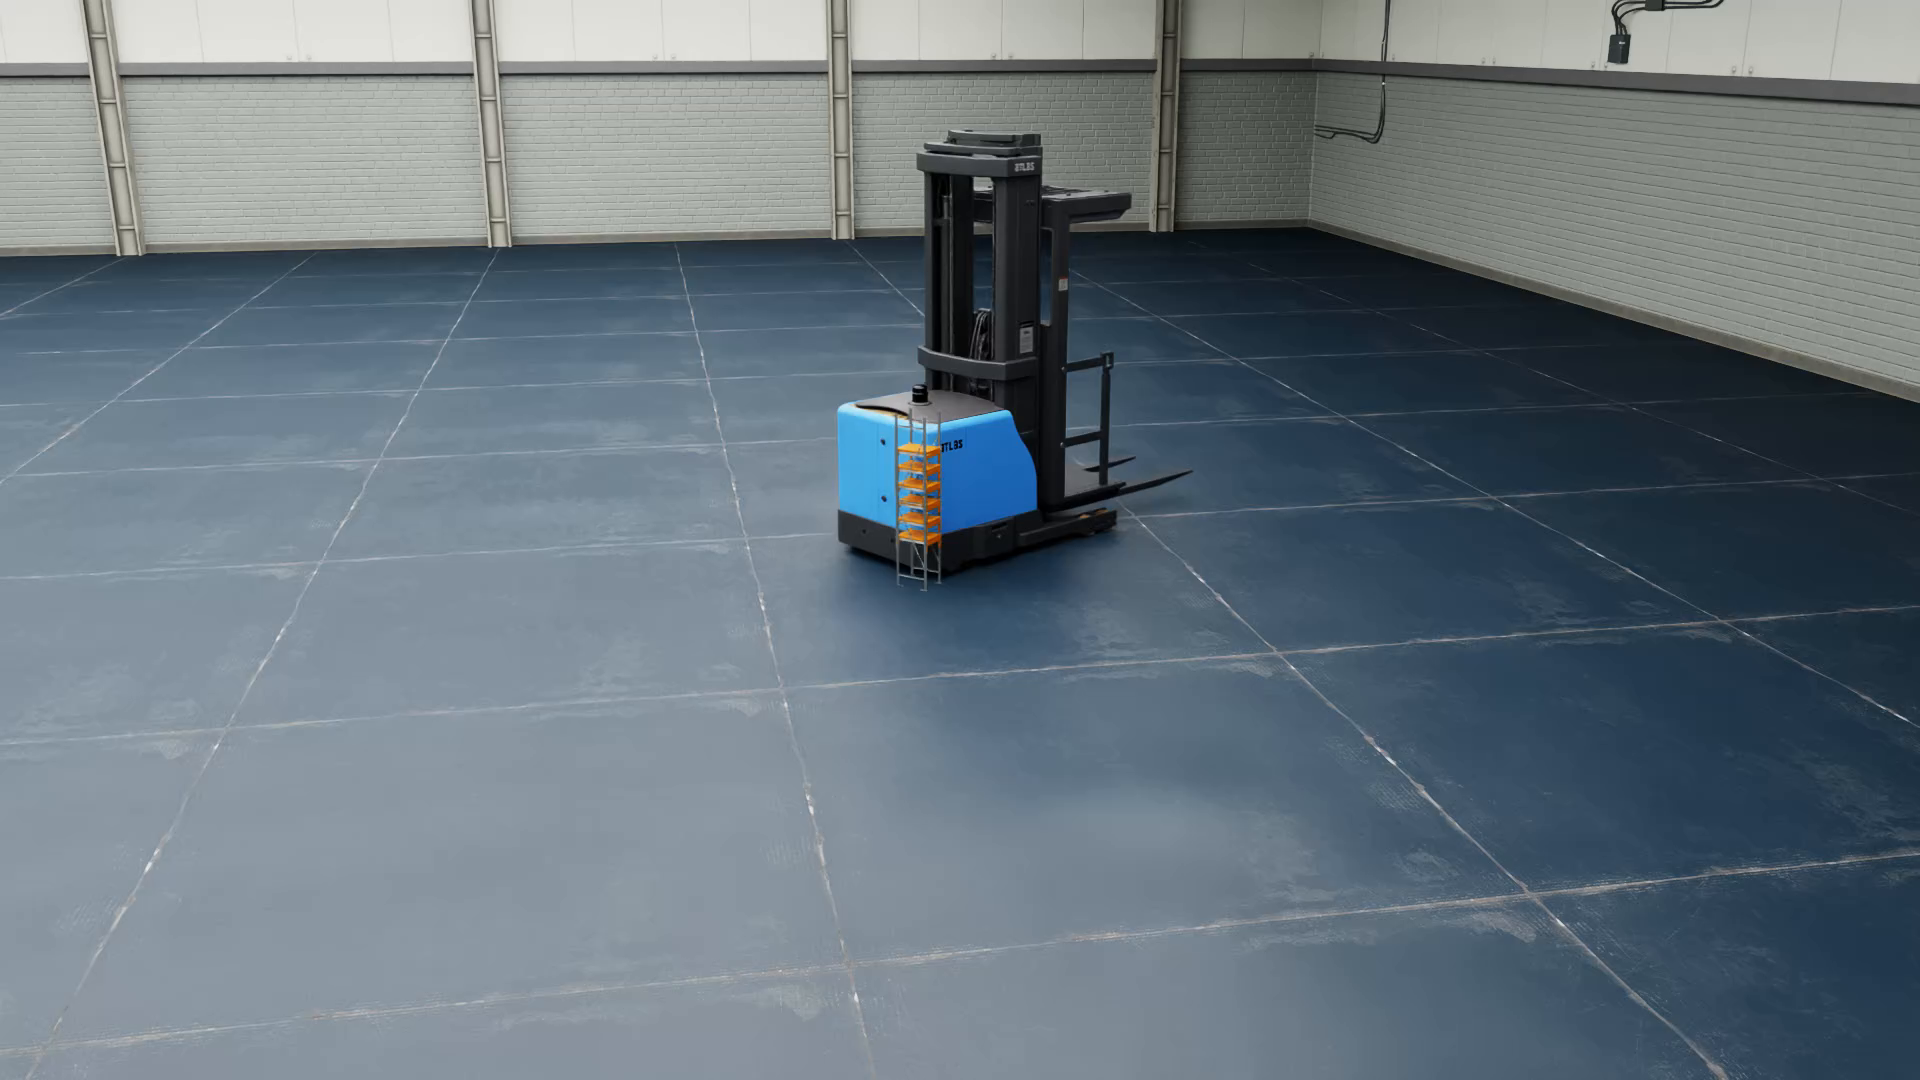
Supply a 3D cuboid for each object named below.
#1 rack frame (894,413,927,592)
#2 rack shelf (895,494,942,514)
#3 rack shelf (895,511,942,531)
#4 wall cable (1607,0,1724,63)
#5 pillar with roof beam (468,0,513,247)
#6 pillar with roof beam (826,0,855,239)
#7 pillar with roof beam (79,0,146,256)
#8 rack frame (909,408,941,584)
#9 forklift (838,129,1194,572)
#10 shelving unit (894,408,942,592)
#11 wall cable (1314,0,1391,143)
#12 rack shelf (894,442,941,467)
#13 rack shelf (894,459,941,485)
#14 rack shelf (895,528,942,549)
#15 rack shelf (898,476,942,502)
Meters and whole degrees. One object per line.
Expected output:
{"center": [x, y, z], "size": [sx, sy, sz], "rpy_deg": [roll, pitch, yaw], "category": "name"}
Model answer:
{"center": [-0.326, -0.244, 11.064], "size": [0.240, 1.200, 0.006], "rpy_deg": [10, 20, 29], "category": "rack frame"}
{"center": [-0.280, -0.225, 11.152], "size": [0.258, 0.103, 0.180], "rpy_deg": [10, 20, 29], "category": "rack shelf"}
{"center": [-0.280, -0.111, 11.188], "size": [0.258, 0.103, 0.180], "rpy_deg": [10, 20, 29], "category": "rack shelf"}
{"center": [8.699, -8.768, 19.741], "size": [0.169, 6.003, 2.305], "rpy_deg": [-3, 17, -10], "category": "wall cable"}
{"center": [-7.195, -8.188, 23.644], "size": [0.400, 9.000, 9.100], "rpy_deg": [-3, 17, -10], "category": "pillar with roof beam"}
{"center": [-1.304, -8.522, 24.732], "size": [0.400, 9.000, 9.100], "rpy_deg": [-3, 17, -10], "category": "pillar with roof beam"}
{"center": [-13.086, -7.854, 22.555], "size": [0.400, 9.000, 9.100], "rpy_deg": [-3, 17, -10], "category": "pillar with roof beam"}
{"center": [-0.234, -0.291, 11.215], "size": [0.240, 1.200, 0.006], "rpy_deg": [10, 20, 29], "category": "rack frame"}
{"center": [0.543, -1.525, 12.285], "size": [3.031, 2.935, 1.130], "rpy_deg": [-15, 23, -40], "category": "forklift"}
{"center": [-0.280, -0.268, 11.139], "size": [0.258, 1.200, 0.189], "rpy_deg": [10, 20, 29], "category": "shelving unit"}
{"center": [6.913, -8.396, 29.609], "size": [0.112, 2.526, 3.097], "rpy_deg": [-3, 17, -10], "category": "wall cable"}
{"center": [-0.280, -0.569, 11.046], "size": [0.258, 0.103, 0.180], "rpy_deg": [10, 20, 29], "category": "rack shelf"}
{"center": [-0.280, -0.455, 11.081], "size": [0.258, 0.103, 0.180], "rpy_deg": [10, 20, 29], "category": "rack shelf"}
{"center": [-0.280, 0.004, 11.223], "size": [0.258, 0.103, 0.180], "rpy_deg": [10, 20, 29], "category": "rack shelf"}
{"center": [-0.280, -0.340, 11.117], "size": [0.258, 0.103, 0.180], "rpy_deg": [10, 20, 29], "category": "rack shelf"}
